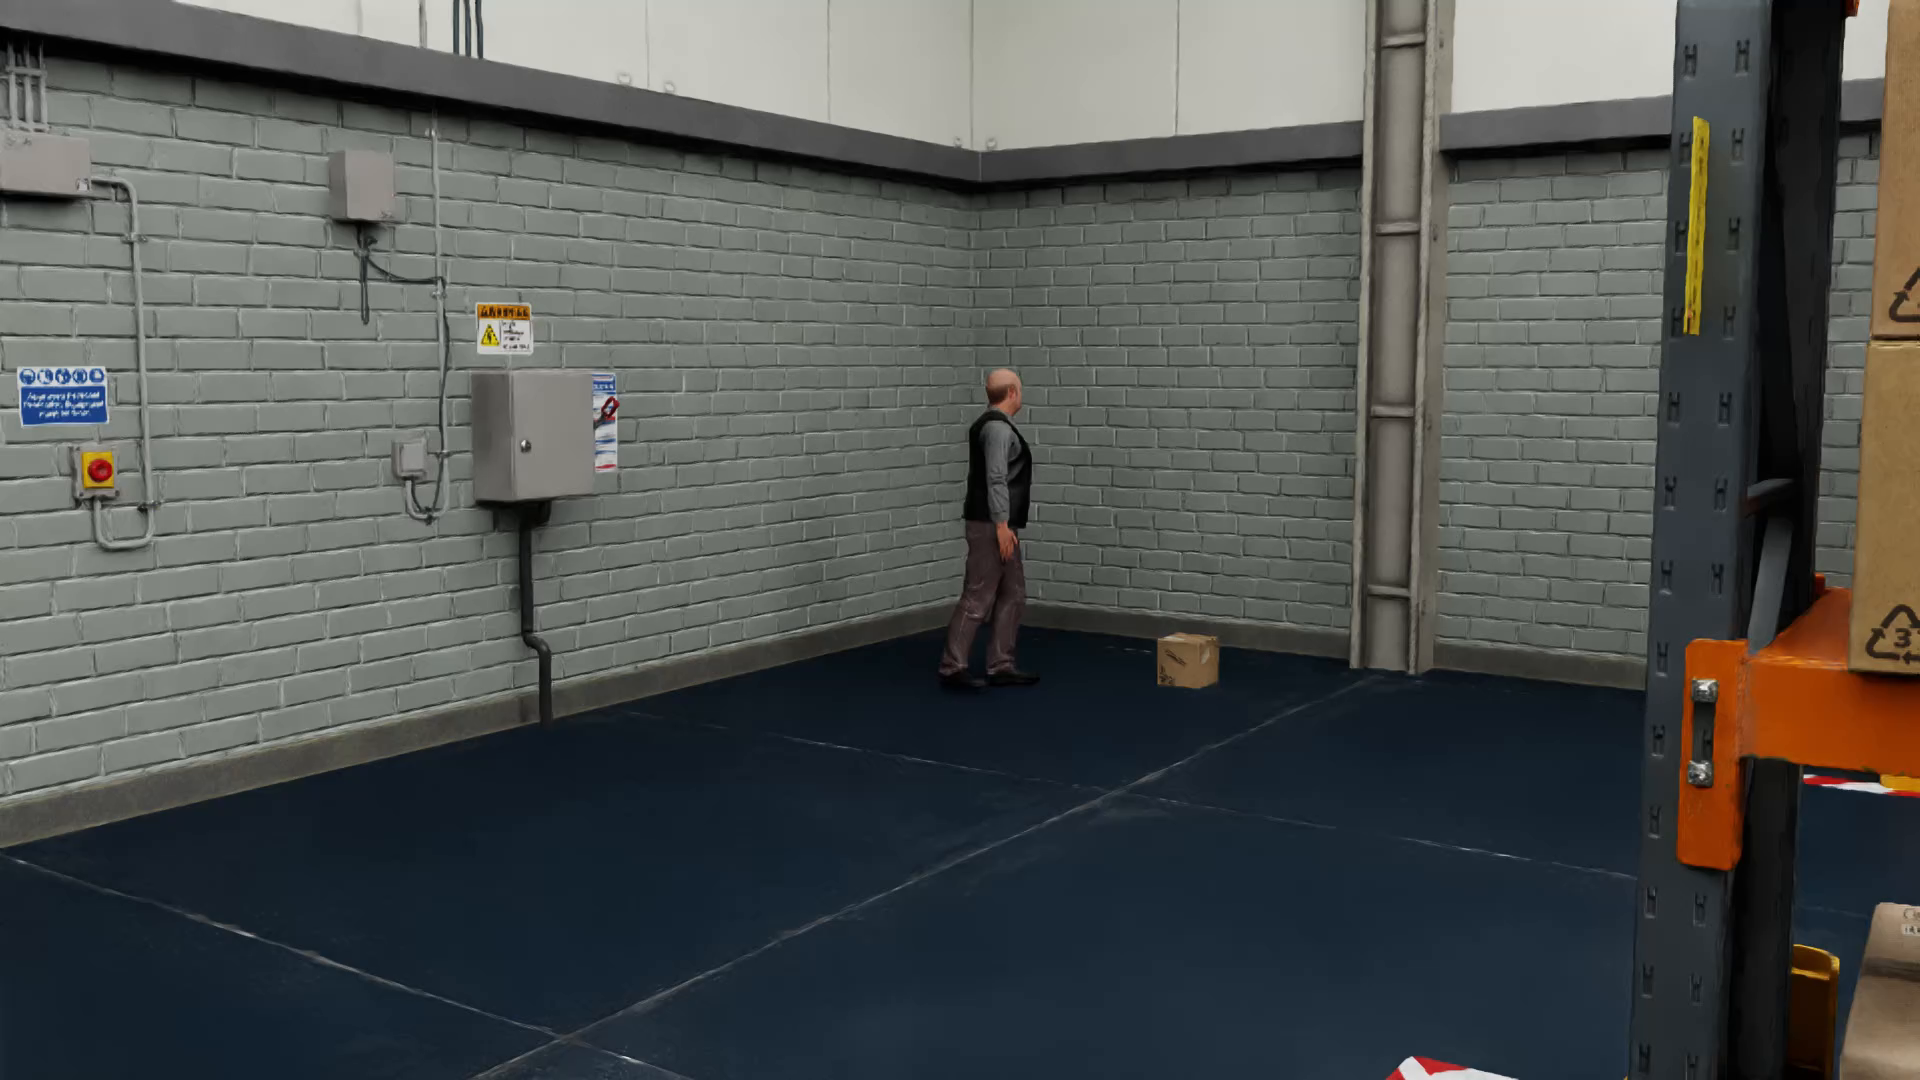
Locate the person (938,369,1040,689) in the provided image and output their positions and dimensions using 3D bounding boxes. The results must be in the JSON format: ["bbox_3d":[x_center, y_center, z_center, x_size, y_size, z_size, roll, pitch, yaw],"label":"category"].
[{"bbox_3d":[0.162,-0.058,8.935,0.568,1.714,0.554,0,6,-2],"label":"person"}]
